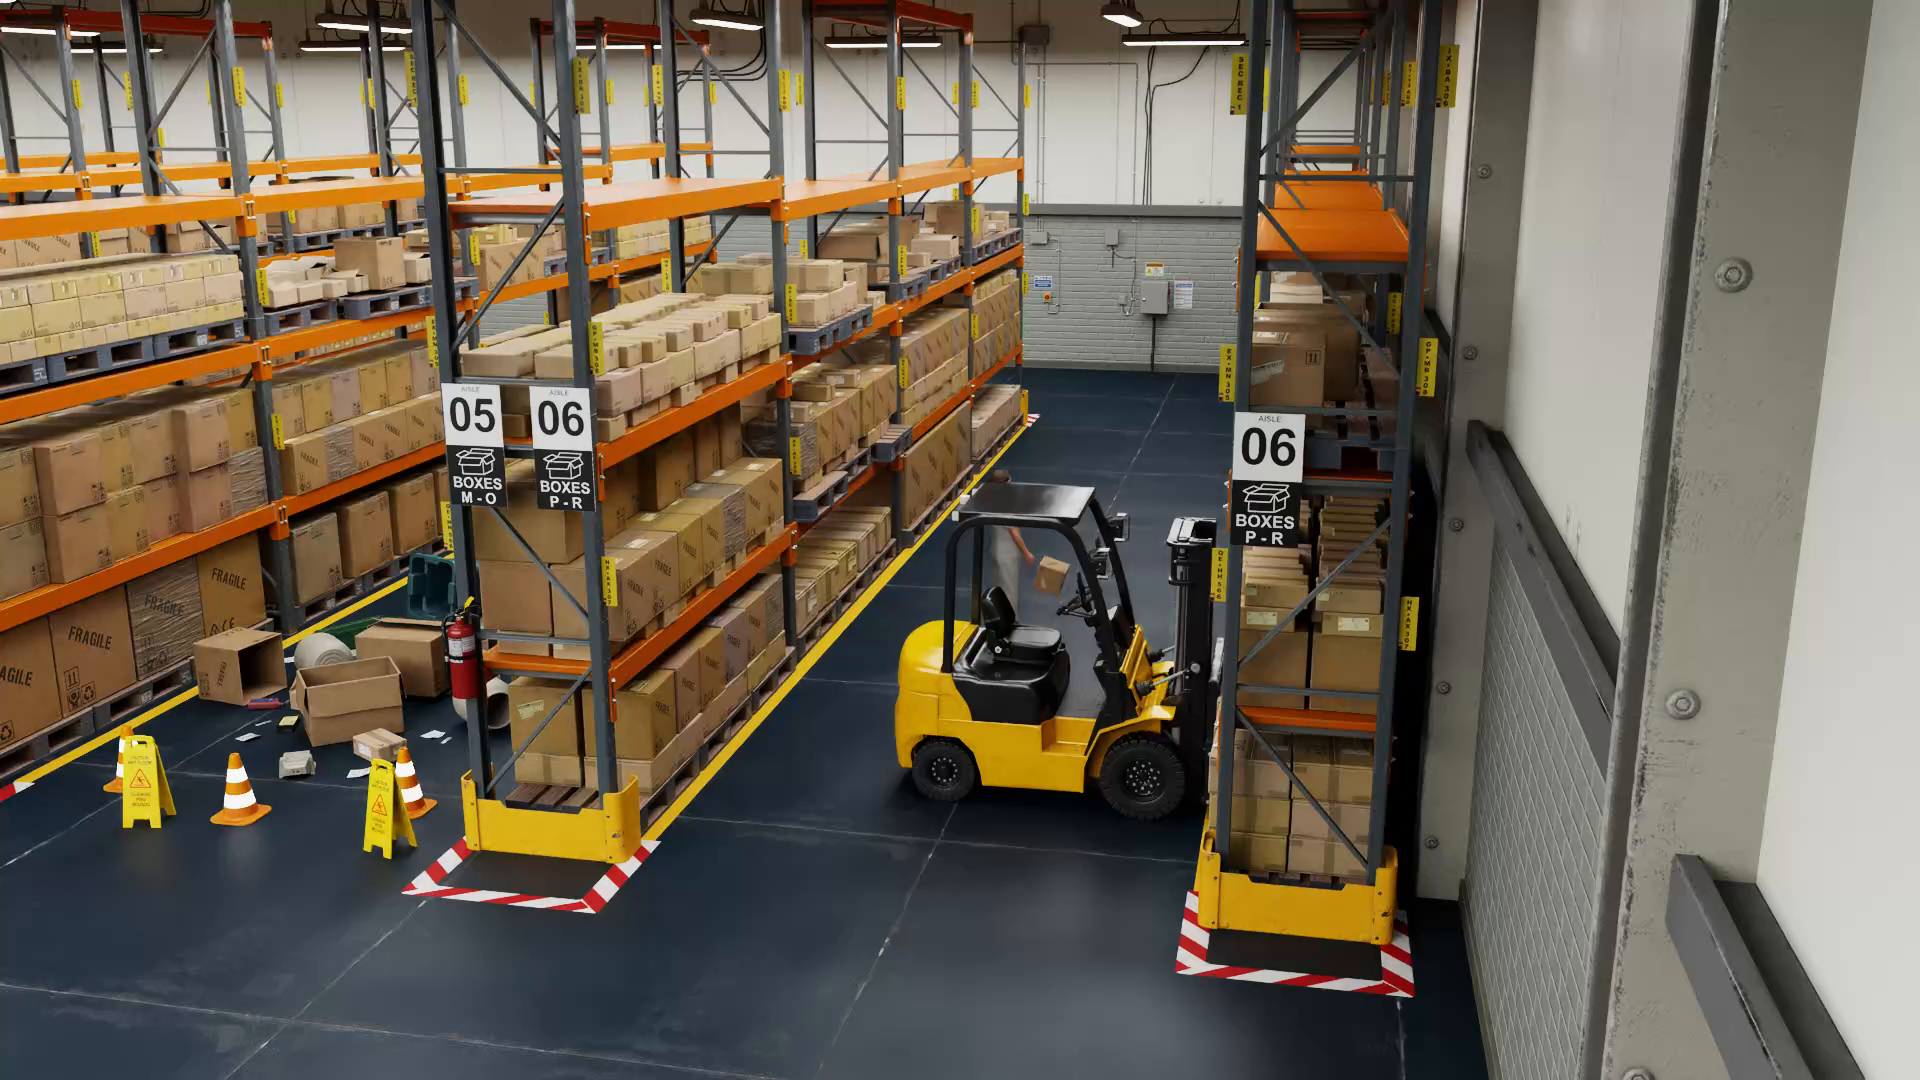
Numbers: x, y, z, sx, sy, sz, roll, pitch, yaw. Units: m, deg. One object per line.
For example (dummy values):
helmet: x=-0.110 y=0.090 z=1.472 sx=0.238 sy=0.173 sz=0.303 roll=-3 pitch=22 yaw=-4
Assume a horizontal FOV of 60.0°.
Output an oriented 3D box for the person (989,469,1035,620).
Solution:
person: x=0.442 y=0.173 z=15.317 sx=0.441 sy=1.680 sz=0.527 roll=-5 pitch=16 yaw=-18
